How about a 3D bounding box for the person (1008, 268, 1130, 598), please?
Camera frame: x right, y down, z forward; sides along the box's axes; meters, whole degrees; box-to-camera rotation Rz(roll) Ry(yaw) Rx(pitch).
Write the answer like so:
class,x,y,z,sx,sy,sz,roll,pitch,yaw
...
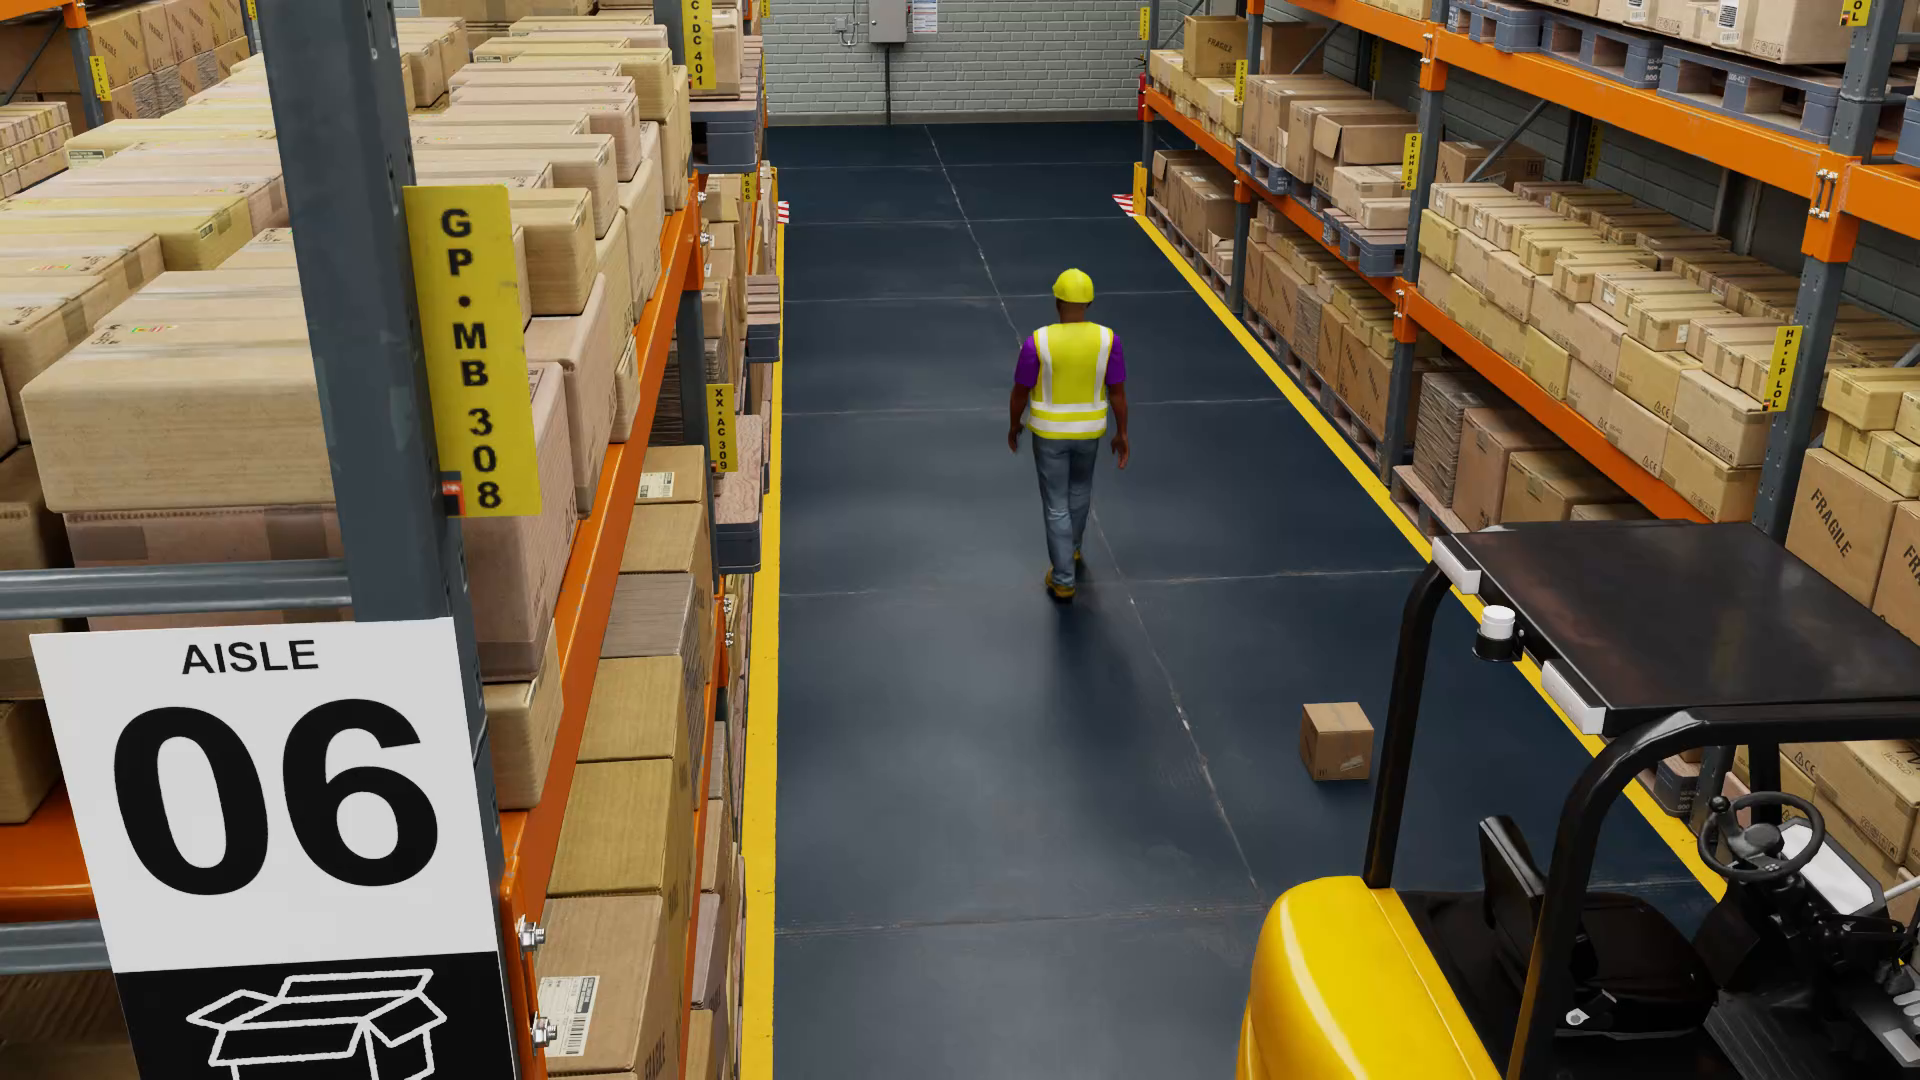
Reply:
class,x,y,z,sx,sy,sz,roll,pitch,yaw
person,0.561,-0.585,8.929,0.611,1.807,0.716,-5,24,-11
